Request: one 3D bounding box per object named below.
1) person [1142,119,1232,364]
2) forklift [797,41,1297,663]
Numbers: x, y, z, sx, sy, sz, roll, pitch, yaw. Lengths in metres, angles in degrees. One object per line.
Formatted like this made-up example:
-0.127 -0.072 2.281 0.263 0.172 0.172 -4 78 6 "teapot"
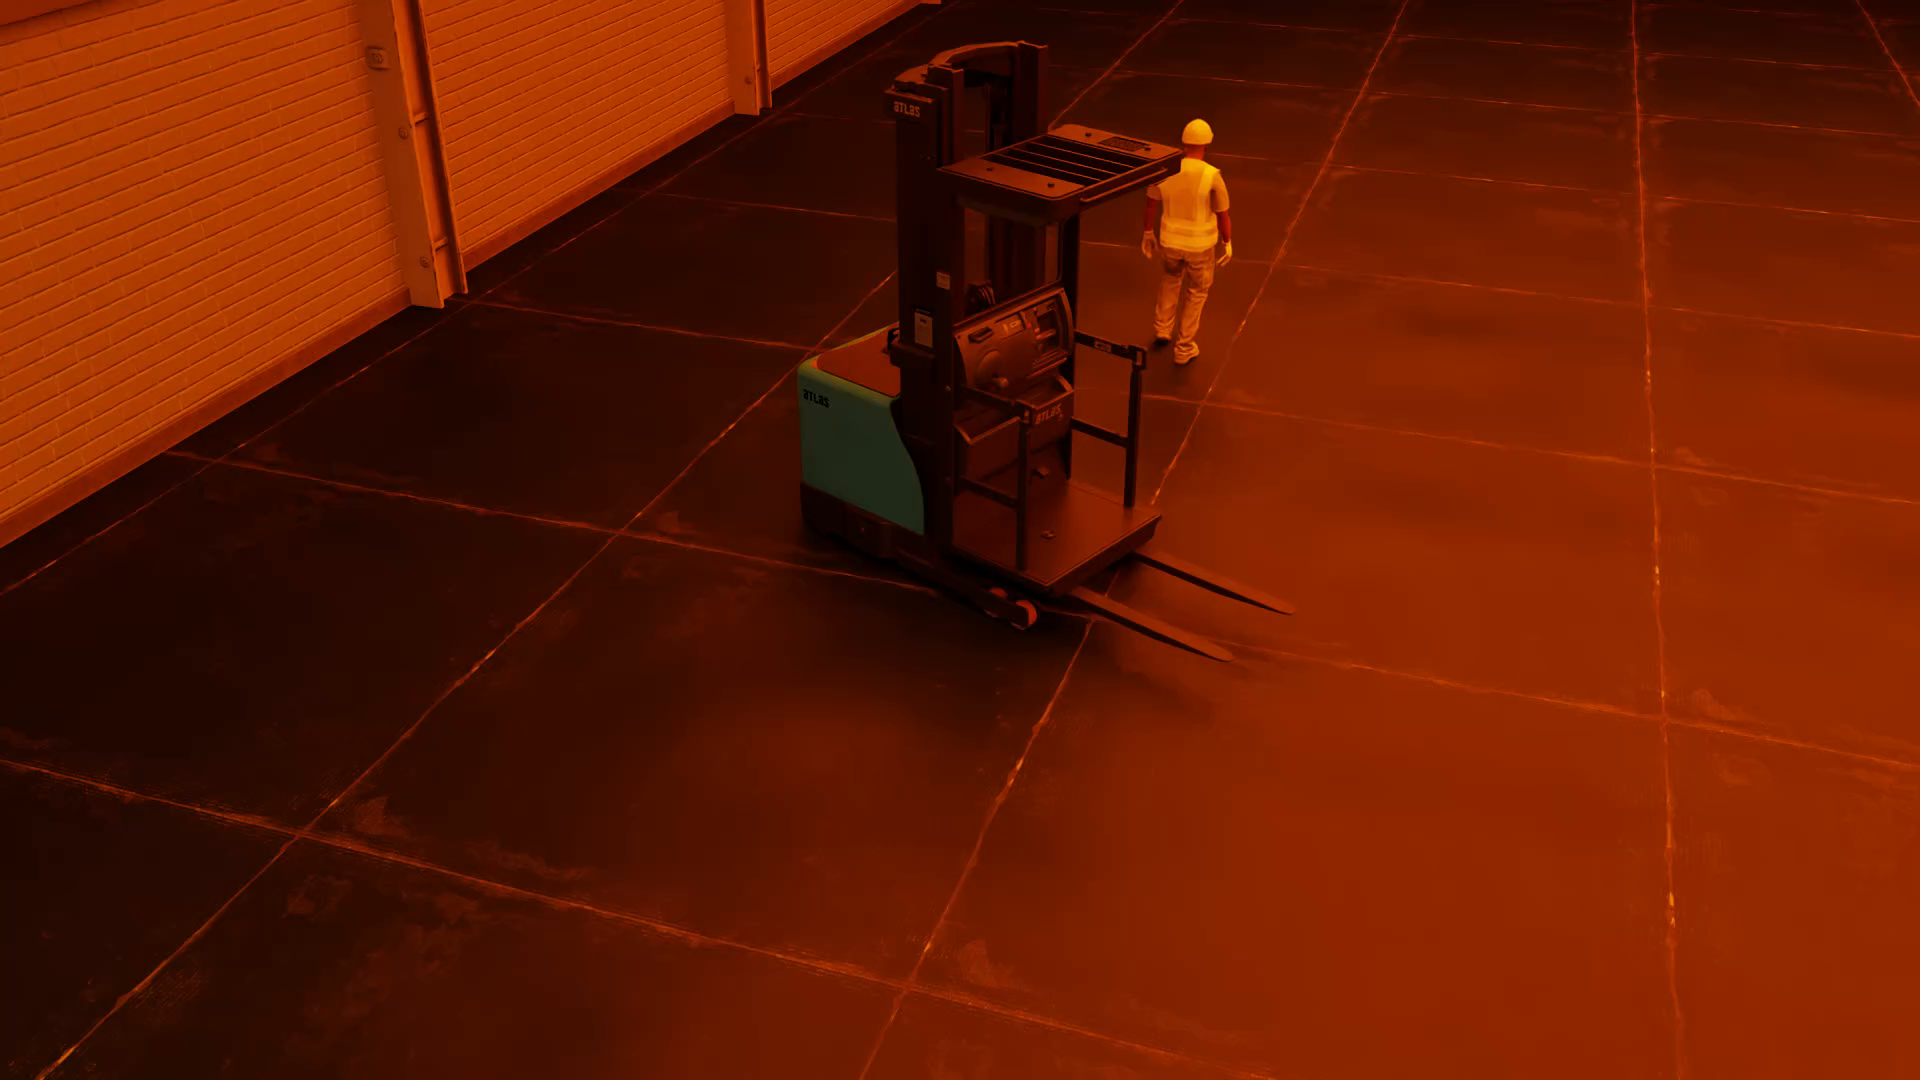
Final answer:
1.692 -2.185 12.211 0.655 1.823 0.530 17 34 28 "person"
0.464 -1.071 9.016 3.031 2.935 1.130 24 37 35 "forklift"
